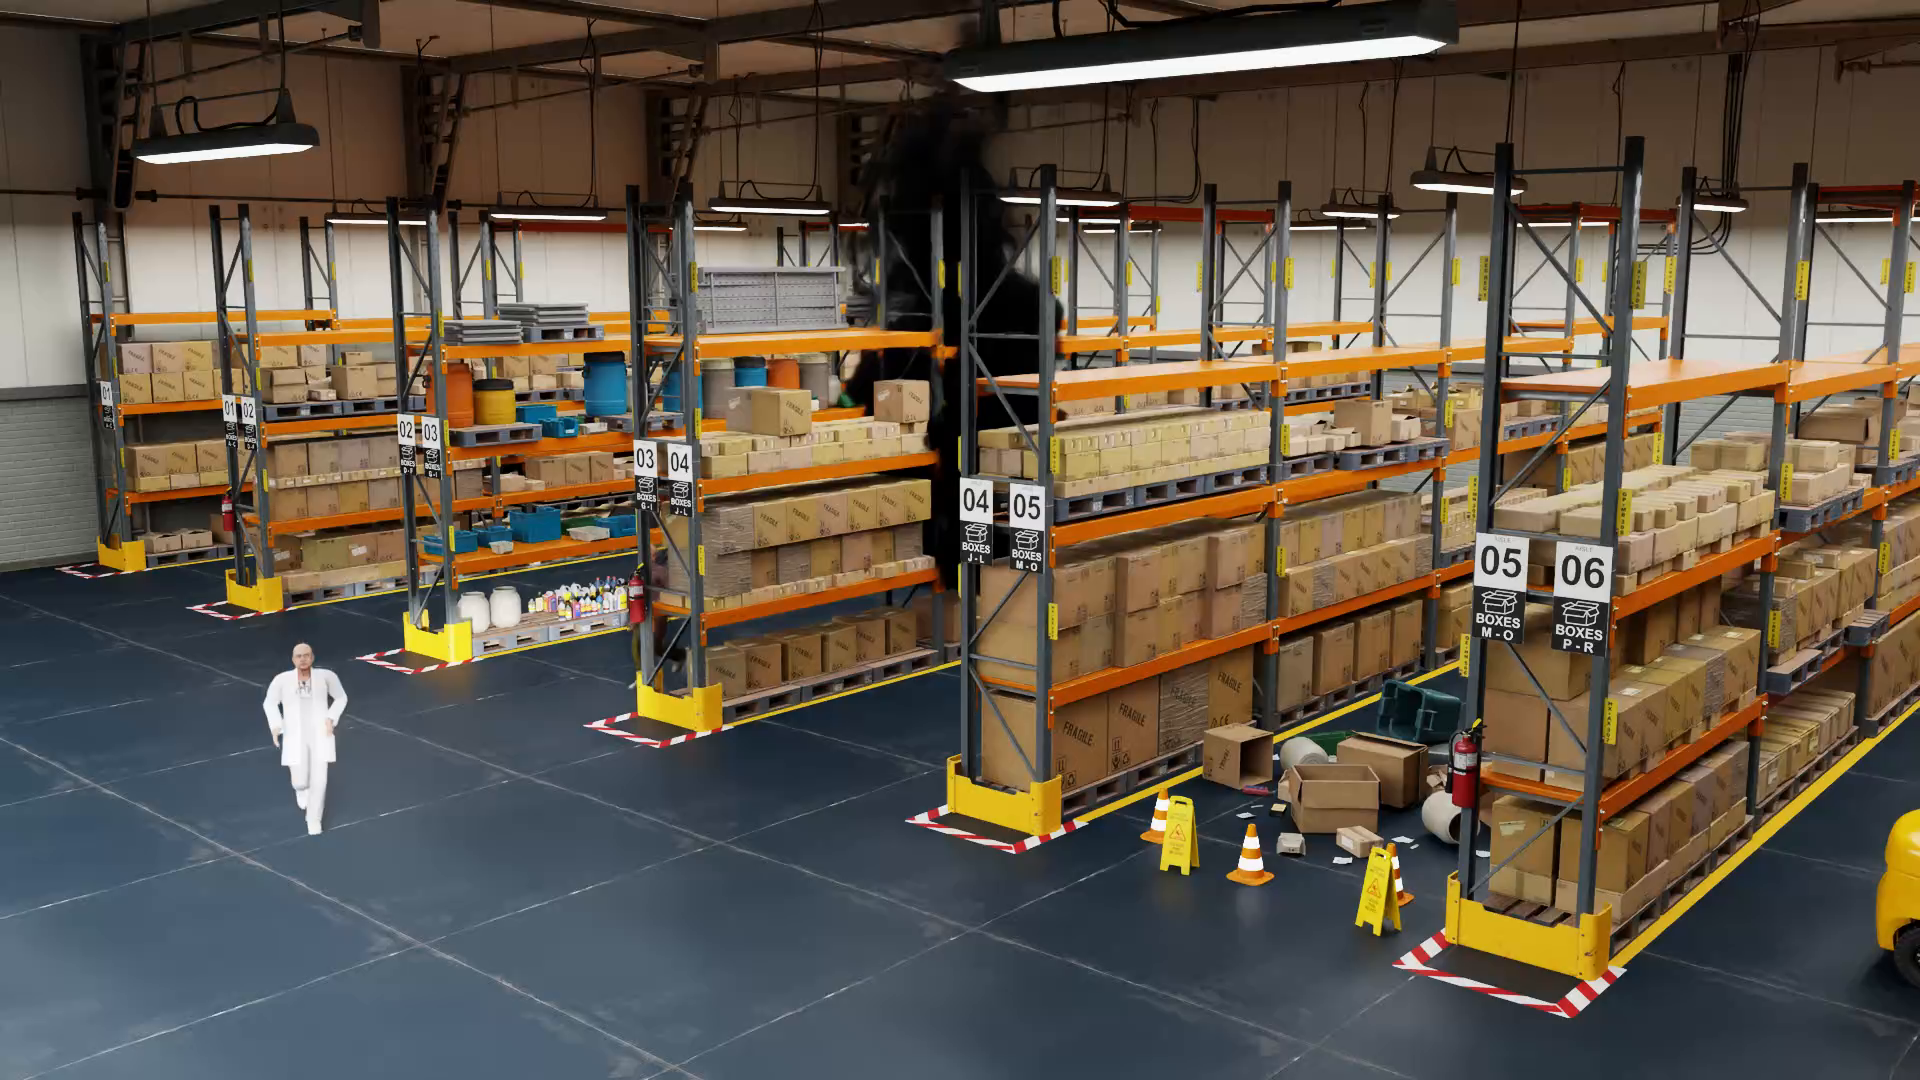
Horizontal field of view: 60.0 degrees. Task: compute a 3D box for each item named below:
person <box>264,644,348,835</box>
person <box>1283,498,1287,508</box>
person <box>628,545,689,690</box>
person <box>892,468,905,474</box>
[{"bbox_3d":[-5.996,1.799,15.300,0.721,1.737,0.657,-4,10,-21],"label":"person"},{"bbox_3d":[4.747,0.170,25.034,0.652,1.729,0.569,6,11,32],"label":"person"},{"bbox_3d":[-3.748,0.917,20.428,0.731,1.750,0.875,8,12,40],"label":"person"},{"bbox_3d":[-1.213,-1.098,32.622,0.575,1.679,0.941,5,11,29],"label":"person"}]
